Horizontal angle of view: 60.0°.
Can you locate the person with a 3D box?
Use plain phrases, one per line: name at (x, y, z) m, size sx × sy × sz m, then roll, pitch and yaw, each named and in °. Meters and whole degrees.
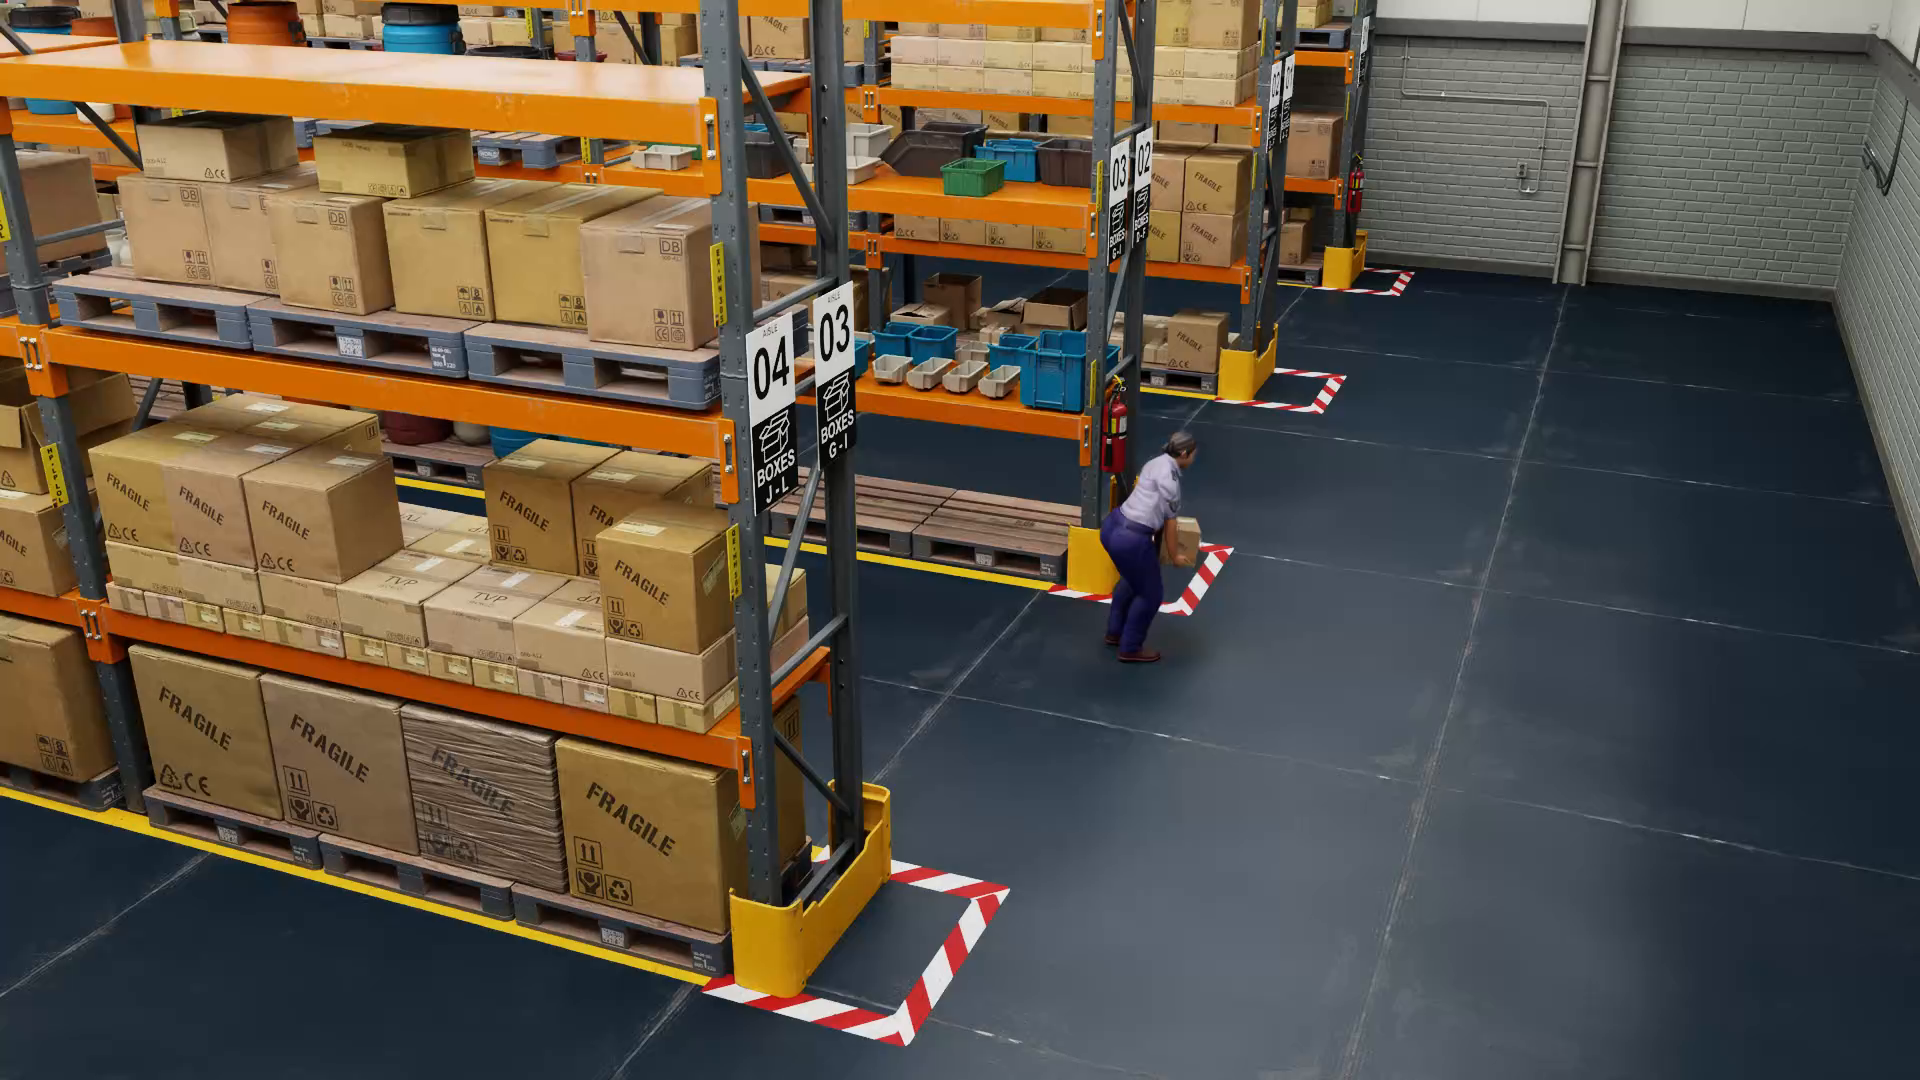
person at (1.248, 0.035, 11.005) m, size 0.623 × 1.531 × 0.454 m, roll -5°, pitch 23°, yaw -13°
